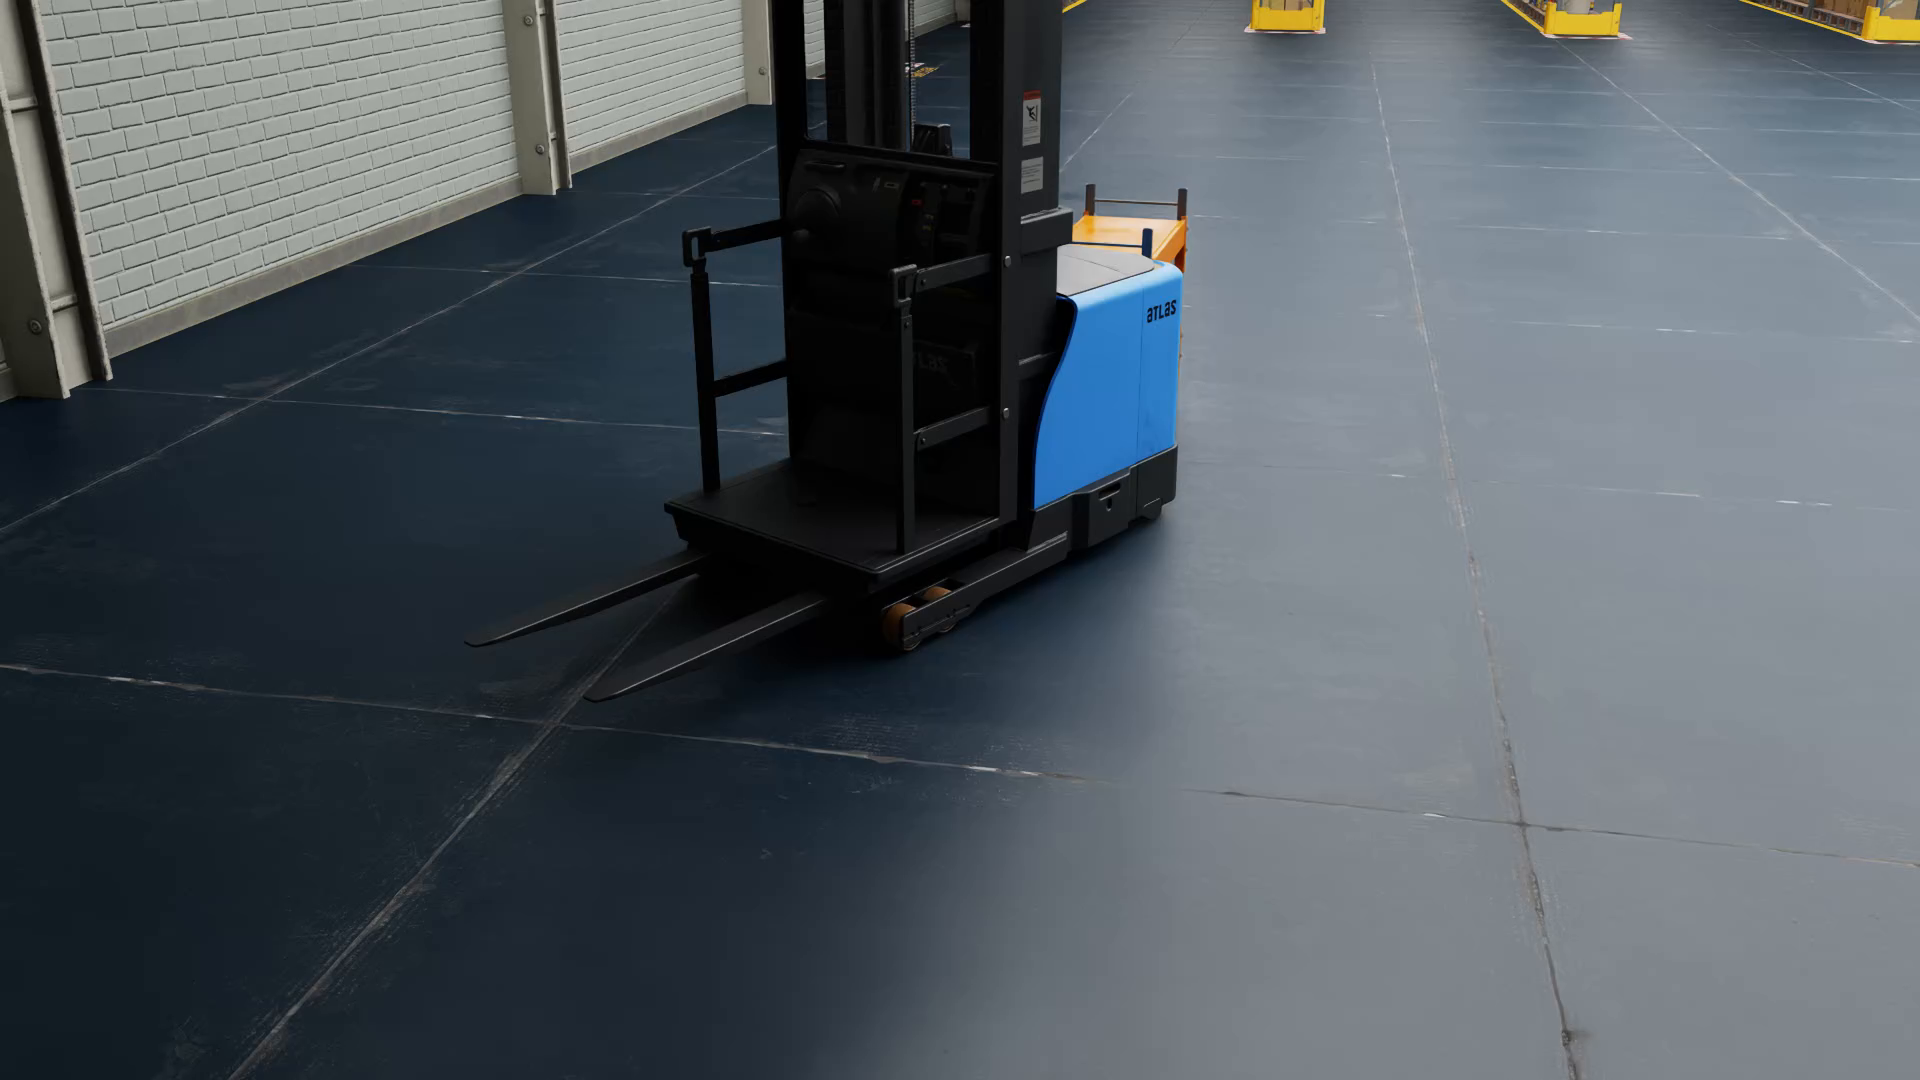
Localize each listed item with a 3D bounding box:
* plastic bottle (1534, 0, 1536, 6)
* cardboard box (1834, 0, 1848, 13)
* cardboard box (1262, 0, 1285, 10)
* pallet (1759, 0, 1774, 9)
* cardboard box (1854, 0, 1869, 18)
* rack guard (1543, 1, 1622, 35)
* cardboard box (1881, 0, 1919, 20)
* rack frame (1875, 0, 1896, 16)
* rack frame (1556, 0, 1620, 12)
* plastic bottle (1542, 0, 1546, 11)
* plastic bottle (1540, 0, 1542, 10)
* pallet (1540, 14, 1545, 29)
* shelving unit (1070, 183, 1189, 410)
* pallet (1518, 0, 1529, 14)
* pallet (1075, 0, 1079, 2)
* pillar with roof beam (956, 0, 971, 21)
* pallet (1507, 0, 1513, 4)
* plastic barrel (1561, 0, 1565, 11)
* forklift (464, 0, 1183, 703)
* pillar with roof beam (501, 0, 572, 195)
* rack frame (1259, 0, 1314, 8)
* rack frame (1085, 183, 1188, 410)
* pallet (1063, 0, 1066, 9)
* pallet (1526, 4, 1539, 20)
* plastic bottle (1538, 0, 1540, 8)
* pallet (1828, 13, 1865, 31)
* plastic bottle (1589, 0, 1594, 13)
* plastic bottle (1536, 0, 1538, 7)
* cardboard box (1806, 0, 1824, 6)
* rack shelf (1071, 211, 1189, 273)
[{"bbox_3d":[10.752,-10.088,30.844,0.144,0.351,0.185,5,22,12],"label":"plastic bottle"},{"bbox_3d":[15.941,-9.681,29.660,0.500,0.500,0.500,12,25,28],"label":"cardboard box"},{"bbox_3d":[5.478,-9.431,29.373,0.500,0.250,0.500,4,22,11],"label":"cardboard box"},{"bbox_3d":[16.827,-10.883,33.592,1.003,0.211,1.213,4,22,11],"label":"pallet"},{"bbox_3d":[15.734,-9.247,28.583,0.500,0.500,0.500,7,23,16],"label":"cardboard box"},{"bbox_3d":[10.476,-8.785,27.999,1.175,0.500,0.348,4,22,11],"label":"rack guard"},{"bbox_3d":[15.499,-8.798,27.469,0.500,0.500,0.500,9,24,21],"label":"cardboard box"},{"bbox_3d":[15.355,-9.536,26.516,1.000,3.000,0.127,4,22,11],"label":"rack frame"},{"bbox_3d":[10.507,-9.914,27.454,1.000,3.000,0.127,4,22,11],"label":"rack frame"},{"bbox_3d":[10.458,-9.607,29.739,0.061,0.283,0.133,5,22,12],"label":"plastic bottle"},{"bbox_3d":[10.559,-9.700,29.981,0.152,0.276,0.135,4,22,9],"label":"plastic bottle"},{"bbox_3d":[10.647,-8.948,28.789,1.003,0.211,1.213,4,22,11],"label":"pallet"},{"bbox_3d":[0.728,-1.028,7.901,0.538,1.125,1.048,6,23,15],"label":"shelving unit"},{"bbox_3d":[11.445,-10.373,32.327,1.003,0.211,1.213,4,22,11],"label":"pallet"},{"bbox_3d":[2.028,-11.571,35.301,1.003,0.211,1.213,4,22,11],"label":"pallet"},{"bbox_3d":[4.318,-13.445,28.193,9.100,9.000,0.400,4,22,11],"label":"pillar with roof beam"},{"bbox_3d":[11.943,-11.266,34.543,1.003,0.211,1.213,4,22,11],"label":"pallet"},{"bbox_3d":[10.668,-9.384,28.907,0.421,0.512,0.421,0,22,0],"label":"plastic barrel"},{"bbox_3d":[-0.402,-1.178,5.855,1.130,2.935,3.031,17,28,36],"label":"forklift"},{"bbox_3d":[0.645,-6.862,11.847,9.100,9.000,0.400,4,22,11],"label":"pillar with roof beam"},{"bbox_3d":[5.658,-10.293,28.395,1.000,3.000,0.127,4,22,11],"label":"rack frame"},{"bbox_3d":[0.866,-1.211,8.355,0.500,1.125,0.032,6,23,15],"label":"rack frame"},{"bbox_3d":[1.522,-10.590,32.866,1.003,0.211,1.213,4,22,11],"label":"pallet"},{"bbox_3d":[11.145,-9.841,31.005,1.003,0.211,1.213,4,22,11],"label":"pallet"},{"bbox_3d":[10.627,-9.864,30.287,0.144,0.351,0.185,4,22,10],"label":"plastic bottle"},{"bbox_3d":[15.822,-9.010,28.942,1.003,0.211,1.213,4,22,11],"label":"pallet"},{"bbox_3d":[11.182,-9.491,29.469,0.097,0.271,0.097,0,22,0],"label":"plastic bottle"},{"bbox_3d":[10.639,-9.931,30.543,0.061,0.283,0.133,5,23,13],"label":"plastic bottle"},{"bbox_3d":[16.318,-10.266,31.087,0.700,0.500,0.500,3,22,7],"label":"cardboard box"},{"bbox_3d":[0.728,-1.300,7.792,0.538,0.278,1.000,6,23,15],"label":"rack shelf"}]
